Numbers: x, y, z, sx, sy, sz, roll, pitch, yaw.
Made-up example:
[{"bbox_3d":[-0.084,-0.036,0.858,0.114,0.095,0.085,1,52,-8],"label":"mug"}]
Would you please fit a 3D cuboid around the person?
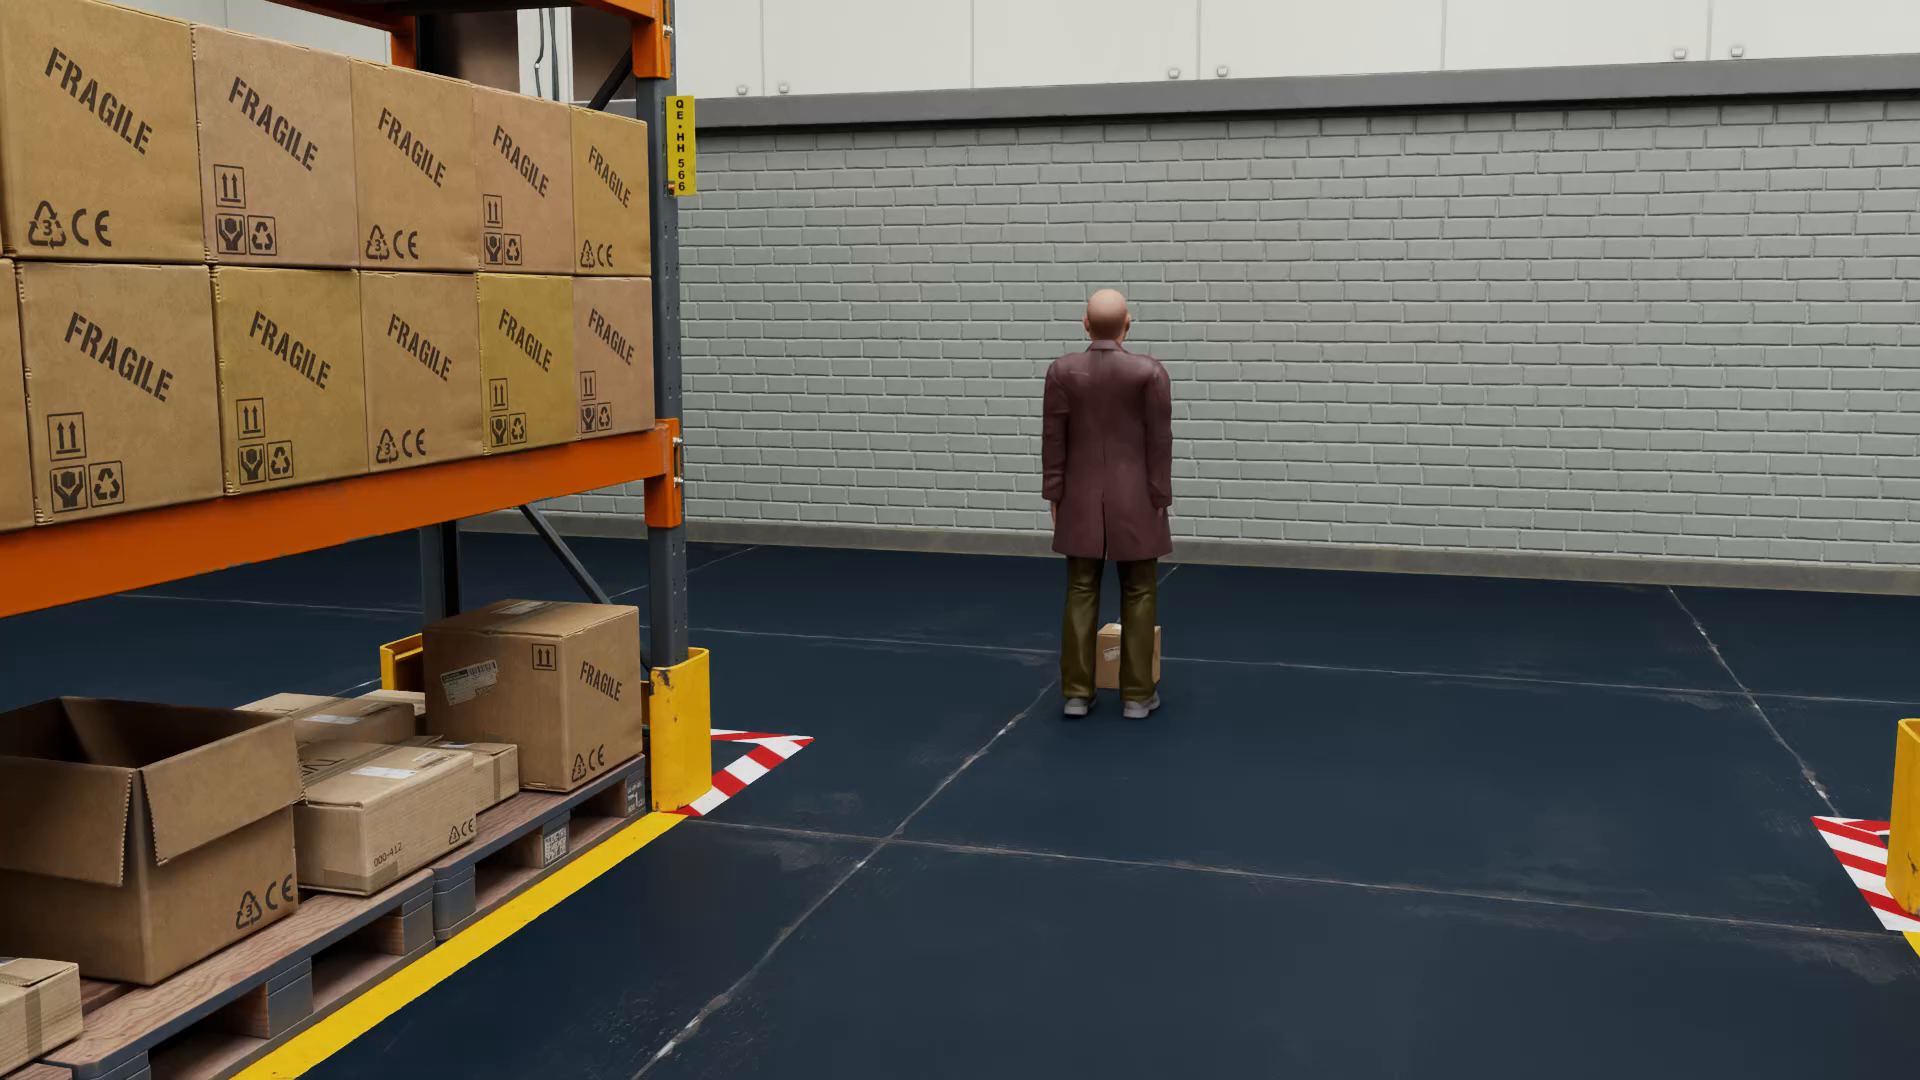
[{"bbox_3d":[0.617,-0.154,6.971,0.560,1.777,0.404,3,9,17],"label":"person"}]
